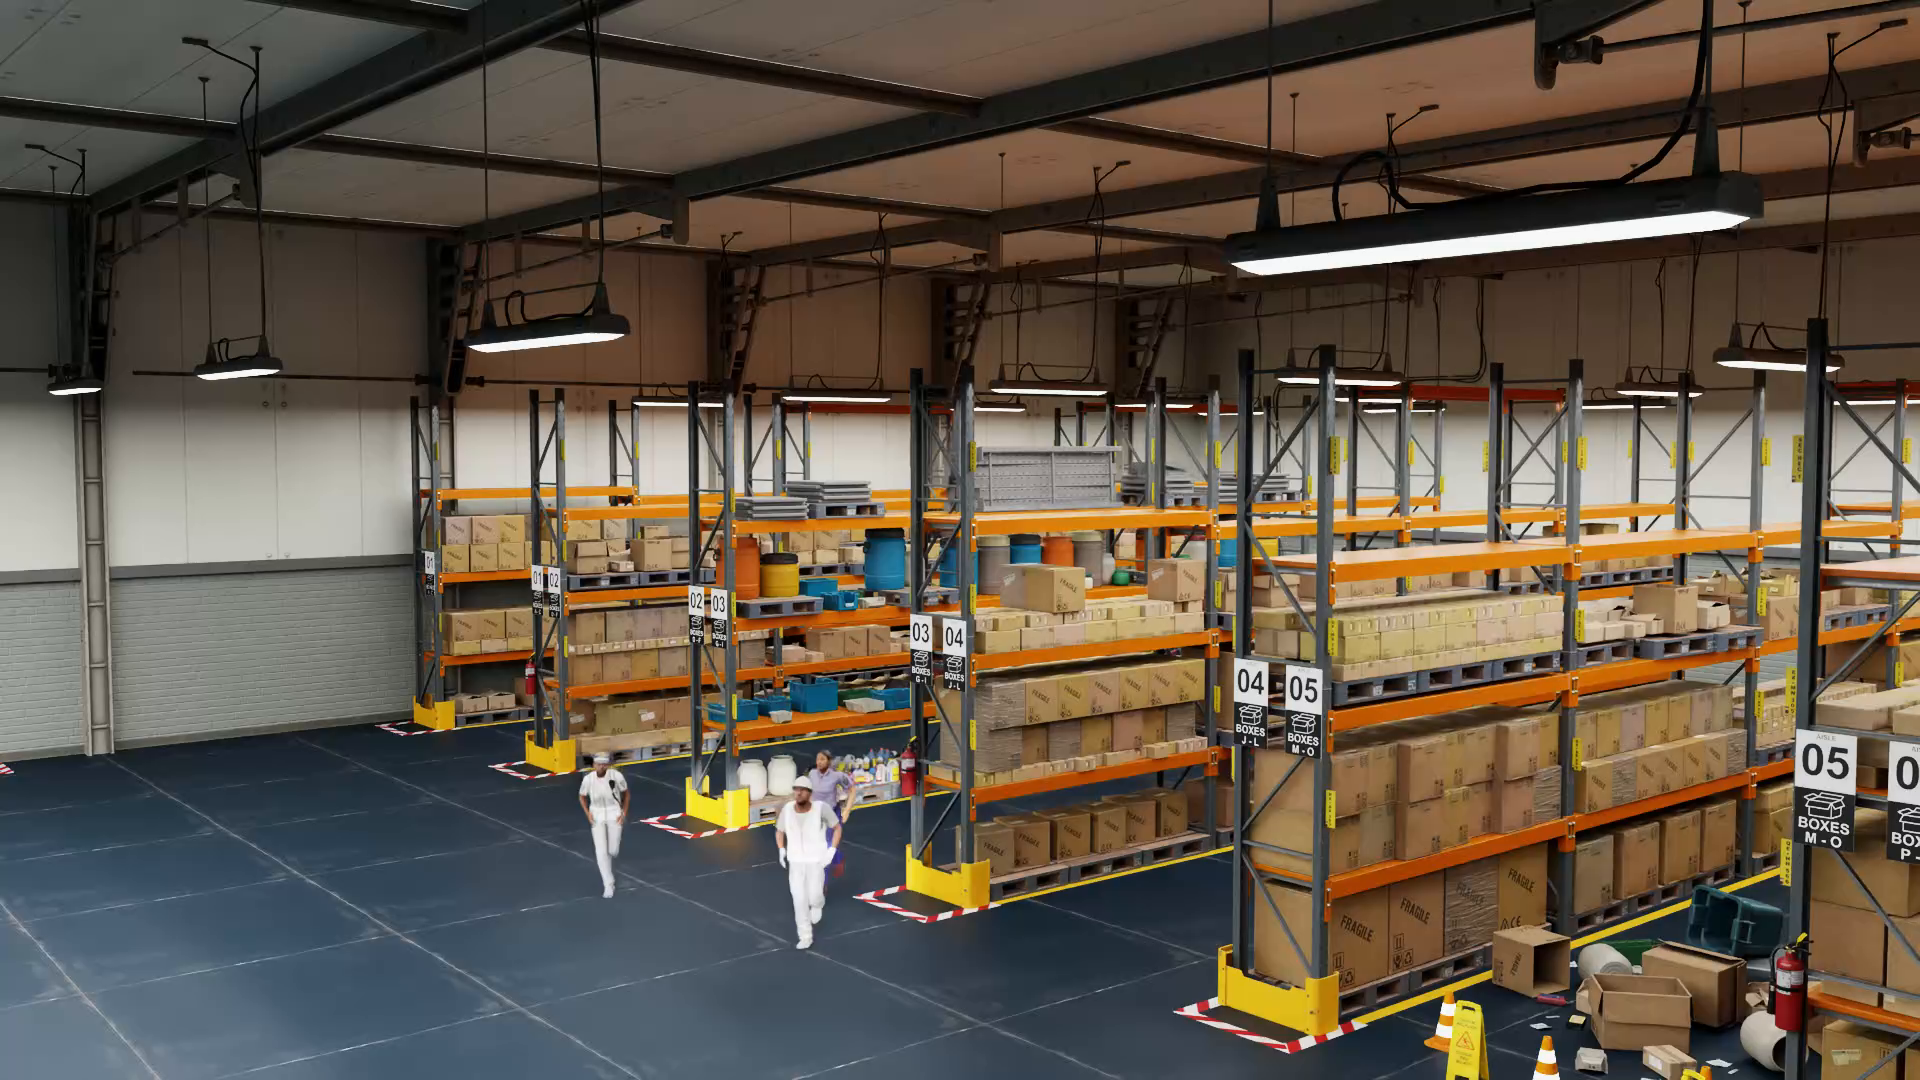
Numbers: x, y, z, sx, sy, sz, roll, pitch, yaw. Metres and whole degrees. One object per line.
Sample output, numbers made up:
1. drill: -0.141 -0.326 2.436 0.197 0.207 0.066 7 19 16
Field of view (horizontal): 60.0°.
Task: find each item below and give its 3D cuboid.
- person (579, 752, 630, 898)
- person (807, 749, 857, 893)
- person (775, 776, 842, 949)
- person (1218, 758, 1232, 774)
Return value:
1. person: -4.112 3.233 19.238 0.581 1.678 0.855 -1 3 -14
2. person: -1.538 3.230 19.196 0.643 1.656 0.841 2 4 29
3. person: -1.558 3.285 17.107 0.687 1.753 0.681 1 3 9
4. person: 3.971 2.882 24.906 0.692 1.675 0.581 -3 4 -38
